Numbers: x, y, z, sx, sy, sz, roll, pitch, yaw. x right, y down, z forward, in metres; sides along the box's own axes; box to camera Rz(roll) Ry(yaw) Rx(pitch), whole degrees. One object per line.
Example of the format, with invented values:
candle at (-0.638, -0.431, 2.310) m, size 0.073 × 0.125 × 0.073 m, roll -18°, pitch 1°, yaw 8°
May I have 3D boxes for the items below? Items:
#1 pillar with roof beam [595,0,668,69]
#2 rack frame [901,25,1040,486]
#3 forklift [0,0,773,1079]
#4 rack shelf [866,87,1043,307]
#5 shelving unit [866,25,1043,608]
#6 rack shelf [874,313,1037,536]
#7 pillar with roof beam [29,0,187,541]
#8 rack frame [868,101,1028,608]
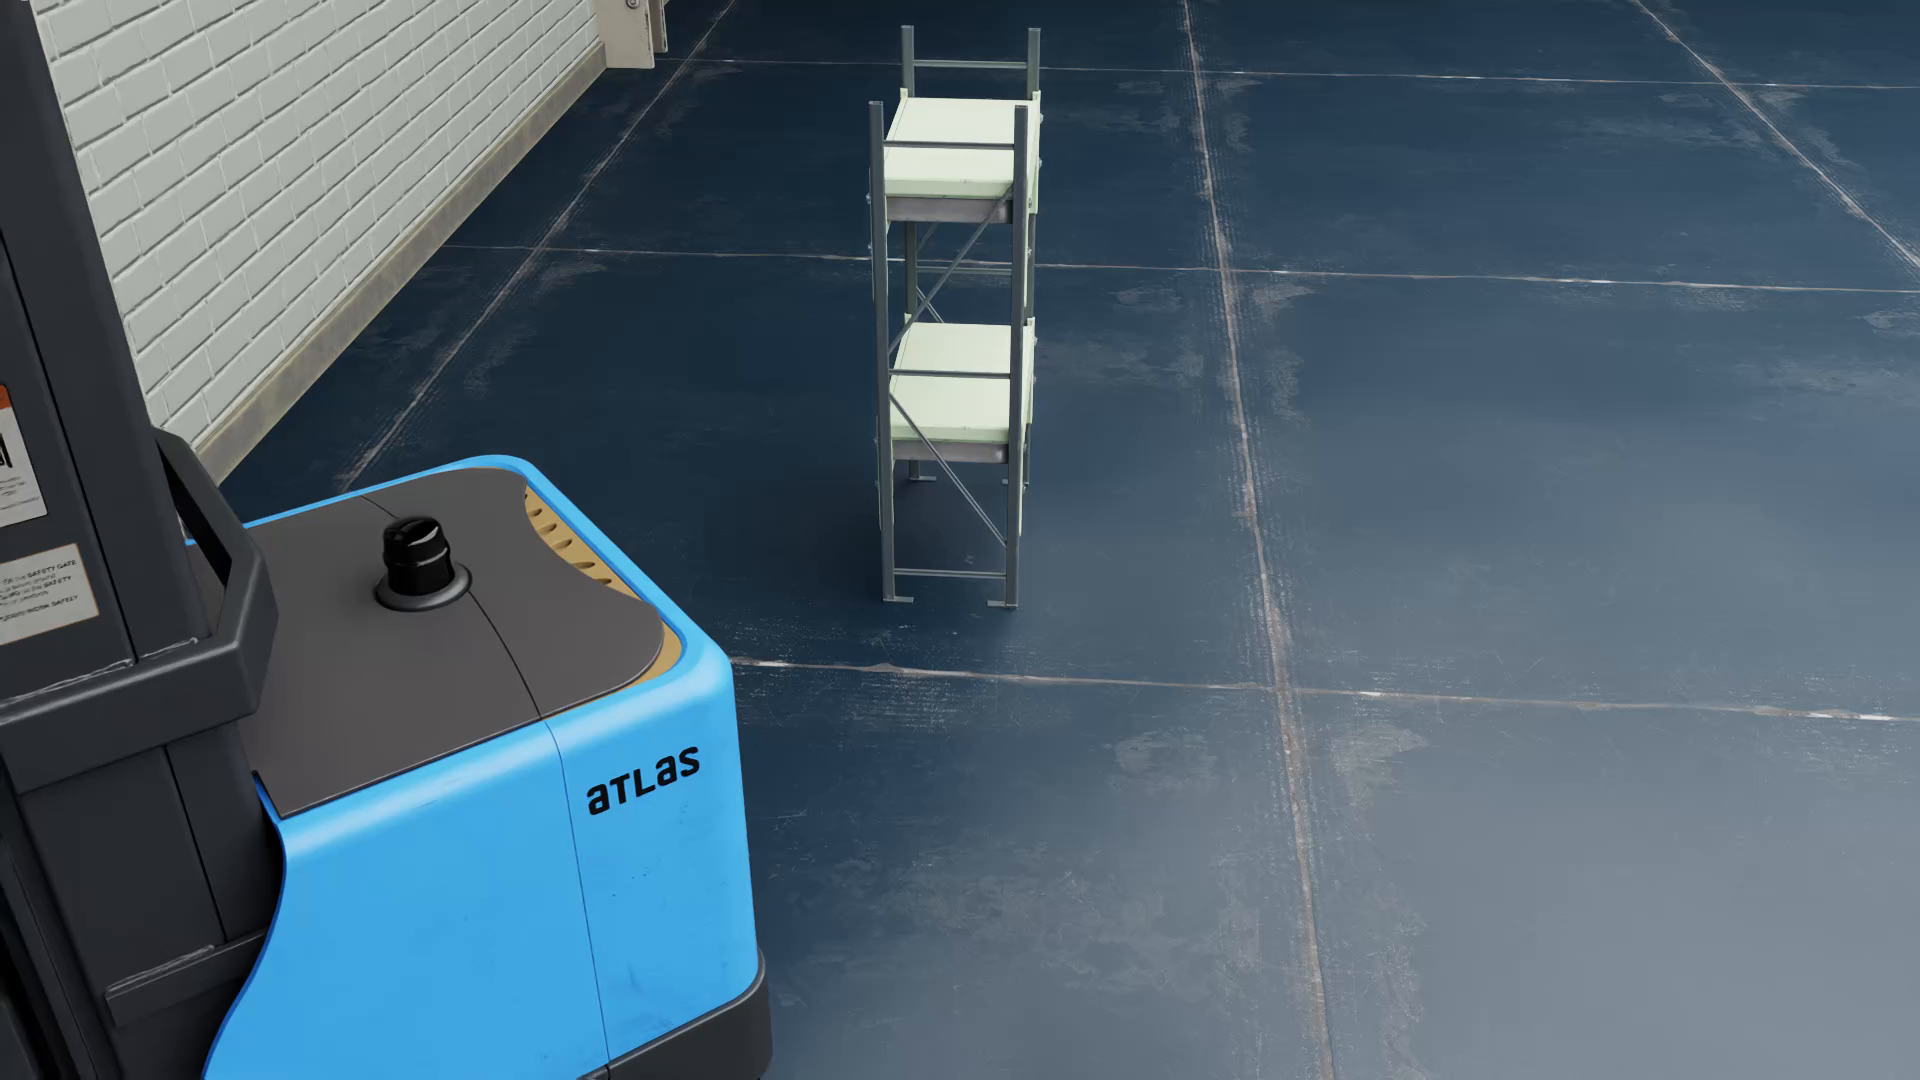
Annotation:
pillar with roof beam at (2.355, -6.515, 7.244) m, size 9.100 × 9.000 × 0.400 m, roll 2°, pitch 32°, yaw 4°
rack frame at (0.030, -0.833, 5.173) m, size 0.400 × 1.500 × 0.023 m, roll 2°, pitch 32°, yaw 4°
forklift at (-1.878, 0.118, 2.265) m, size 3.031 × 2.935 × 1.130 m, roll -21°, pitch 37°, yaw -30°
rack shelf at (0.001, -0.974, 4.657) m, size 0.431 × 0.370 × 0.720 m, roll 2°, pitch 32°, yaw 4°
shelving unit at (0.001, -0.642, 4.862) m, size 0.431 × 1.500 × 0.755 m, roll 2°, pitch 32°, yaw 4°
rack shelf at (0.001, -0.364, 5.033) m, size 0.431 × 0.370 × 0.720 m, roll 2°, pitch 32°, yaw 4°
pillar with roof beam at (1.866, -3.377, 2.153) m, size 9.100 × 9.000 × 0.400 m, roll 2°, pitch 32°, yaw 4°
rack frame at (-0.029, -0.451, 4.552) m, size 0.400 × 1.500 × 0.023 m, roll 2°, pitch 32°, yaw 4°
